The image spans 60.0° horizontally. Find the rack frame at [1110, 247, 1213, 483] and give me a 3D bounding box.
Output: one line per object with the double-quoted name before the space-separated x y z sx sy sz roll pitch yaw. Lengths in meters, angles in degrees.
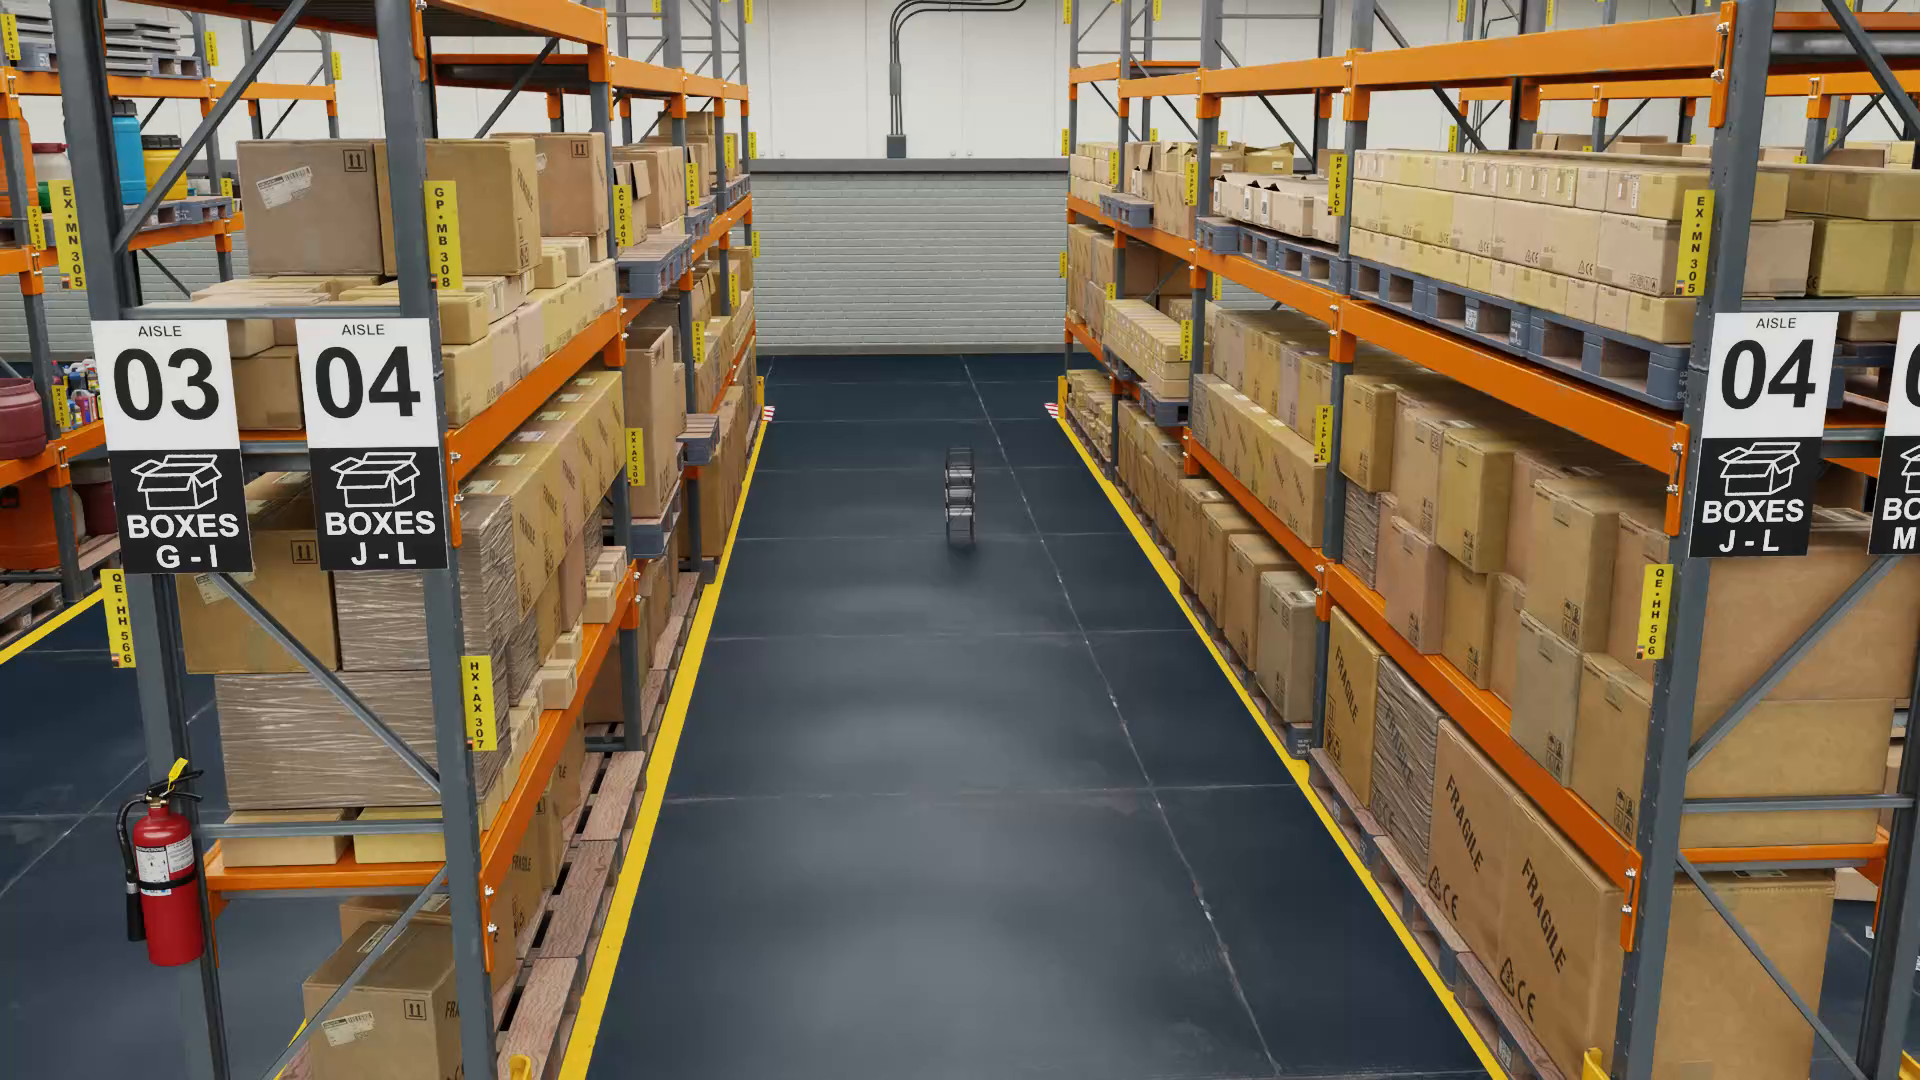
"rack frame" 2.101 -2.075 17.295 1.000 3.000 0.127 -1 14 -3

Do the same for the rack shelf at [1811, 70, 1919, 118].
"rack shelf" 7.407 -3.048 11.282 1.077 0.370 4.000 -1 14 -3

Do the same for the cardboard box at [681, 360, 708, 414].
"cardboard box" -2.367 -1.202 13.703 0.500 0.500 0.500 0 14 -2

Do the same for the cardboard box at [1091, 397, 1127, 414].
"cardboard box" 1.694 -1.527 18.849 0.380 0.149 0.250 -2 15 -6

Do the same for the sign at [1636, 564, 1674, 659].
"sign" 2.302 0.239 5.503 0.100 0.325 0.005 -1 14 -3

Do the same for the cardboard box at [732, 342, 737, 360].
"cardboard box" -2.542 -1.981 17.432 0.380 0.149 0.250 -1 14 -3

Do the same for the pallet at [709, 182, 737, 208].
"pallet" -2.896 -3.637 17.524 1.003 0.211 1.213 -1 14 -3

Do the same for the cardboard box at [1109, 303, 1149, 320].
"cardboard box" 1.690 -2.271 16.523 0.380 0.149 0.250 0 14 -2

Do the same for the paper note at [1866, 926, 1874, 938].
"paper note" 4.347 1.874 7.945 0.032 0.001 0.123 7 16 26

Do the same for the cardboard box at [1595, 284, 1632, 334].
"cardboard box" 2.471 -0.814 5.833 0.380 0.149 0.250 -1 14 -3

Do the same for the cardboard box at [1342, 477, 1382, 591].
"cardboard box" 2.631 -0.067 9.188 0.875 0.550 0.550 -1 14 -3

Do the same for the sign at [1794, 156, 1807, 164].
"sign" 6.728 -2.917 13.350 0.100 0.325 0.005 -1 14 -3

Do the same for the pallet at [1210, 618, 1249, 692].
"pallet" 2.395 0.770 11.833 1.003 0.211 1.213 -1 14 -3

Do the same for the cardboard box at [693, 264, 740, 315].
"cardboard box" -2.653 -2.704 17.938 0.500 0.500 0.500 -1 14 -3

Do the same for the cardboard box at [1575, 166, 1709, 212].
"cardboard box" 2.455 -1.264 5.984 0.380 0.149 0.250 -1 14 -3

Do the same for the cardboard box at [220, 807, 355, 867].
"cardboard box" -2.336 1.015 5.791 0.380 0.149 0.250 -1 14 -3

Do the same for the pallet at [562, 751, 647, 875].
"pallet" -2.283 1.483 9.063 1.003 0.211 1.213 -1 14 -3

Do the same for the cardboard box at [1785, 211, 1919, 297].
"cardboard box" 3.071 -0.991 5.721 0.500 0.250 0.500 -1 14 -4

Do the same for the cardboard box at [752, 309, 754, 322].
"cardboard box" -2.735 -2.749 20.417 0.380 0.149 0.250 -1 14 -3

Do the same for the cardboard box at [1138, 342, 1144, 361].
"cardboard box" 1.798 -1.678 14.816 0.380 0.149 0.250 -1 14 -4

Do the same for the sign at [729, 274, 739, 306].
"sign" -2.315 -2.557 17.003 0.100 0.325 0.005 -1 14 -3

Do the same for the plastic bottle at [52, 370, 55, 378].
"plastic bottle" -8.032 -1.354 14.728 0.061 0.283 0.133 -1 14 -3

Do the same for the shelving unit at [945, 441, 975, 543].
"shelving unit" 0.000 -0.438 15.146 0.258 0.900 0.210 -1 14 -3

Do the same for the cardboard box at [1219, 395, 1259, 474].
"cardboard box" 2.172 -0.761 11.987 0.500 0.500 0.500 -1 14 -3

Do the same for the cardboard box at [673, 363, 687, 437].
"cardboard box" -2.400 -1.010 12.111 0.700 0.500 0.500 1 14 5

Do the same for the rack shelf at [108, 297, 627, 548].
"rack shelf" -2.236 -0.641 7.145 1.077 0.370 4.000 -1 14 -3

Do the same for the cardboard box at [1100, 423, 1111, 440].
"cardboard box" 1.735 -1.182 18.107 0.380 0.149 0.250 -2 15 -6

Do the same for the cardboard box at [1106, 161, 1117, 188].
"cardboard box" 1.818 -3.808 17.309 0.500 0.250 0.500 -2 15 -6

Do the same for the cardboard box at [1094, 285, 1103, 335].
"cardboard box" 1.758 -2.513 18.198 0.500 0.500 0.500 -1 14 -5

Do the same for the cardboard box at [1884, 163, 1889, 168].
"cardboard box" 11.548 -4.532 20.530 0.500 0.250 0.500 -1 14 -2

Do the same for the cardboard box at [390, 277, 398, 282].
"cardboard box" -2.485 -1.069 6.867 0.380 0.149 0.250 -2 15 -6

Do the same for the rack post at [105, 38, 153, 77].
"rack post" -7.547 -4.109 14.164 0.937 0.300 0.954 1 14 3

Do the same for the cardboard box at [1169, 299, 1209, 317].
"cardboard box" 2.321 -2.348 16.824 0.380 0.149 0.250 0 14 -1

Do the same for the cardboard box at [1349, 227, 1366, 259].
"cardboard box" 2.280 -1.573 8.783 0.380 0.149 0.250 -1 14 -4

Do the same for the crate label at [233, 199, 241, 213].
"crate label" -7.541 -3.398 16.948 0.293 0.136 0.466 -1 14 -3

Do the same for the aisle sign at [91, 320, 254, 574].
"aisle sign" -2.408 -0.278 5.094 0.394 0.787 0.004 -1 14 -3

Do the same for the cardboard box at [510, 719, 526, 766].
"cardboard box" -1.925 0.821 6.543 0.380 0.149 0.250 -1 14 -3

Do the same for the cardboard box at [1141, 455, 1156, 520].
"cardboard box" 1.970 -0.493 15.321 0.500 0.500 0.500 -2 15 -6

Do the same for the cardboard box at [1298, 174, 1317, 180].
"cardboard box" 2.713 -2.486 12.009 0.500 0.311 0.500 -1 14 -3

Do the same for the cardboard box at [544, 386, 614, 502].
"cardboard box" -2.025 -0.479 8.287 0.500 0.500 0.500 -1 14 -3

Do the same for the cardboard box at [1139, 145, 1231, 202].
"cardboard box" 2.065 -3.395 15.355 0.797 0.503 0.637 -1 14 -4

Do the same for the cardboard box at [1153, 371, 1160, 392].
"cardboard box" 1.846 -1.339 14.097 0.380 0.149 0.250 -1 14 -4

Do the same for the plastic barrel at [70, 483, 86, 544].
"plastic barrel" -7.723 -0.211 14.202 0.421 0.512 0.421 0 14 0

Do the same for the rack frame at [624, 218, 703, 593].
"rack frame" -2.608 -1.029 13.229 1.000 3.000 0.127 -1 14 -3

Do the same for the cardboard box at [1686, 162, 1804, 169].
"cardboard box" 3.079 -1.400 6.514 0.380 0.149 0.250 -1 14 -4

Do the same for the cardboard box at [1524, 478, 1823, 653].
"cardboard box" 2.734 0.085 6.430 0.875 0.550 0.550 -1 14 -3

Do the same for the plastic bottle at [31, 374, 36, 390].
"plastic bottle" -8.041 -1.347 14.564 0.144 0.351 0.185 -1 14 -3

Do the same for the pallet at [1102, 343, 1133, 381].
"pallet" 2.003 -1.790 16.572 1.003 0.211 1.213 -1 14 -3

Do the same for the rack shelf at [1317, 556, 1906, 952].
"rack shelf" 2.720 0.760 7.719 1.077 0.370 4.000 -1 14 -3

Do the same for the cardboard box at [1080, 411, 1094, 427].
"cardboard box" 1.632 -1.441 19.711 0.380 0.149 0.250 -2 15 -6

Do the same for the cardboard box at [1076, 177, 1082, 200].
"cardboard box" 1.654 -4.203 19.848 0.500 0.250 0.500 0 14 -2

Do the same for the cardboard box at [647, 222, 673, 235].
"cardboard box" -2.261 -2.046 11.465 0.500 0.250 0.500 0 14 -2

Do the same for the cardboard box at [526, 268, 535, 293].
"cardboard box" -2.036 -1.135 7.121 0.380 0.149 0.250 -1 14 -5
